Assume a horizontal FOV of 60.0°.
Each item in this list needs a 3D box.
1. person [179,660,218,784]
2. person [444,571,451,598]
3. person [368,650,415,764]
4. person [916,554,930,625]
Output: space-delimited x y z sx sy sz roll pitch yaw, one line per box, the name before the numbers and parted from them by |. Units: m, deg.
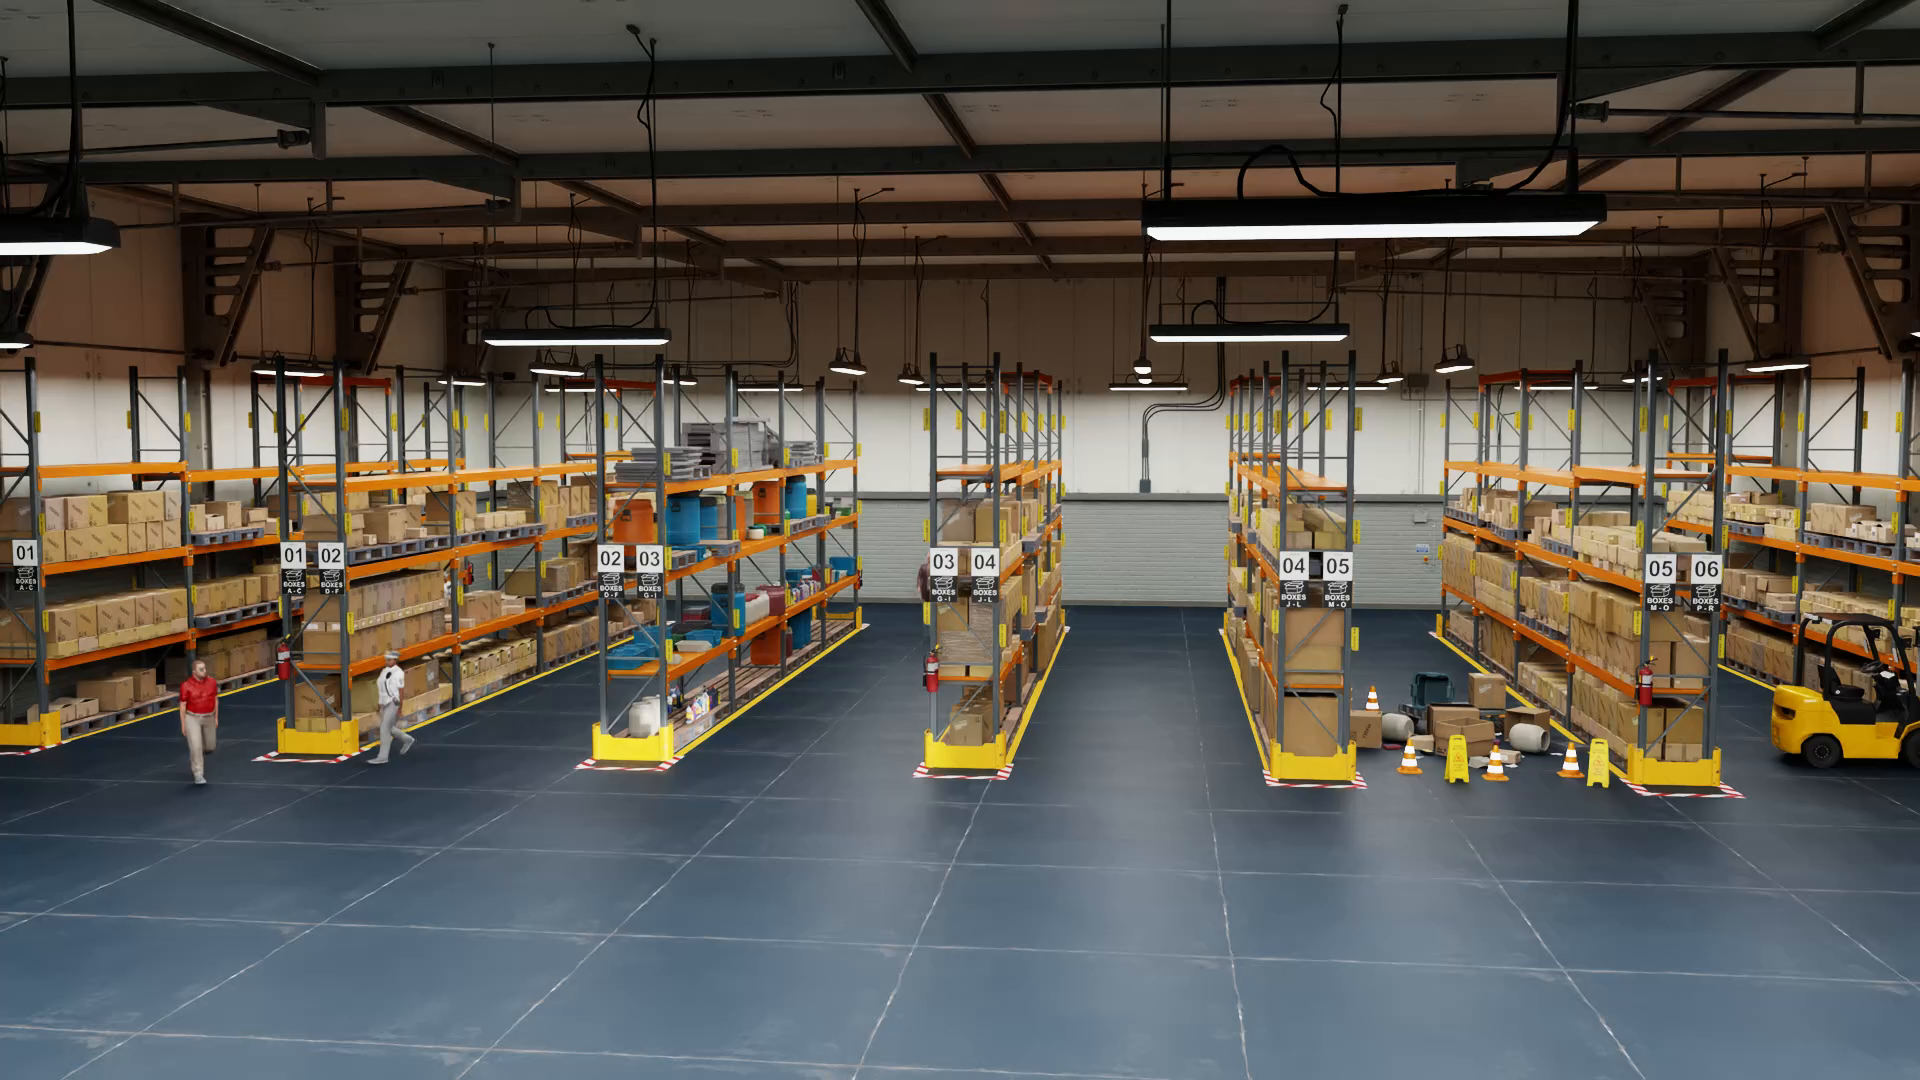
person | -10.634 2.502 23.212 0.539 1.686 0.857 -4 6 -44
person | -11.678 1.500 37.622 0.555 1.620 1.022 0 4 -2
person | -8.374 2.428 24.513 0.462 1.648 0.821 4 5 43
person | -0.764 1.204 41.190 0.606 1.713 1.141 1 4 9
